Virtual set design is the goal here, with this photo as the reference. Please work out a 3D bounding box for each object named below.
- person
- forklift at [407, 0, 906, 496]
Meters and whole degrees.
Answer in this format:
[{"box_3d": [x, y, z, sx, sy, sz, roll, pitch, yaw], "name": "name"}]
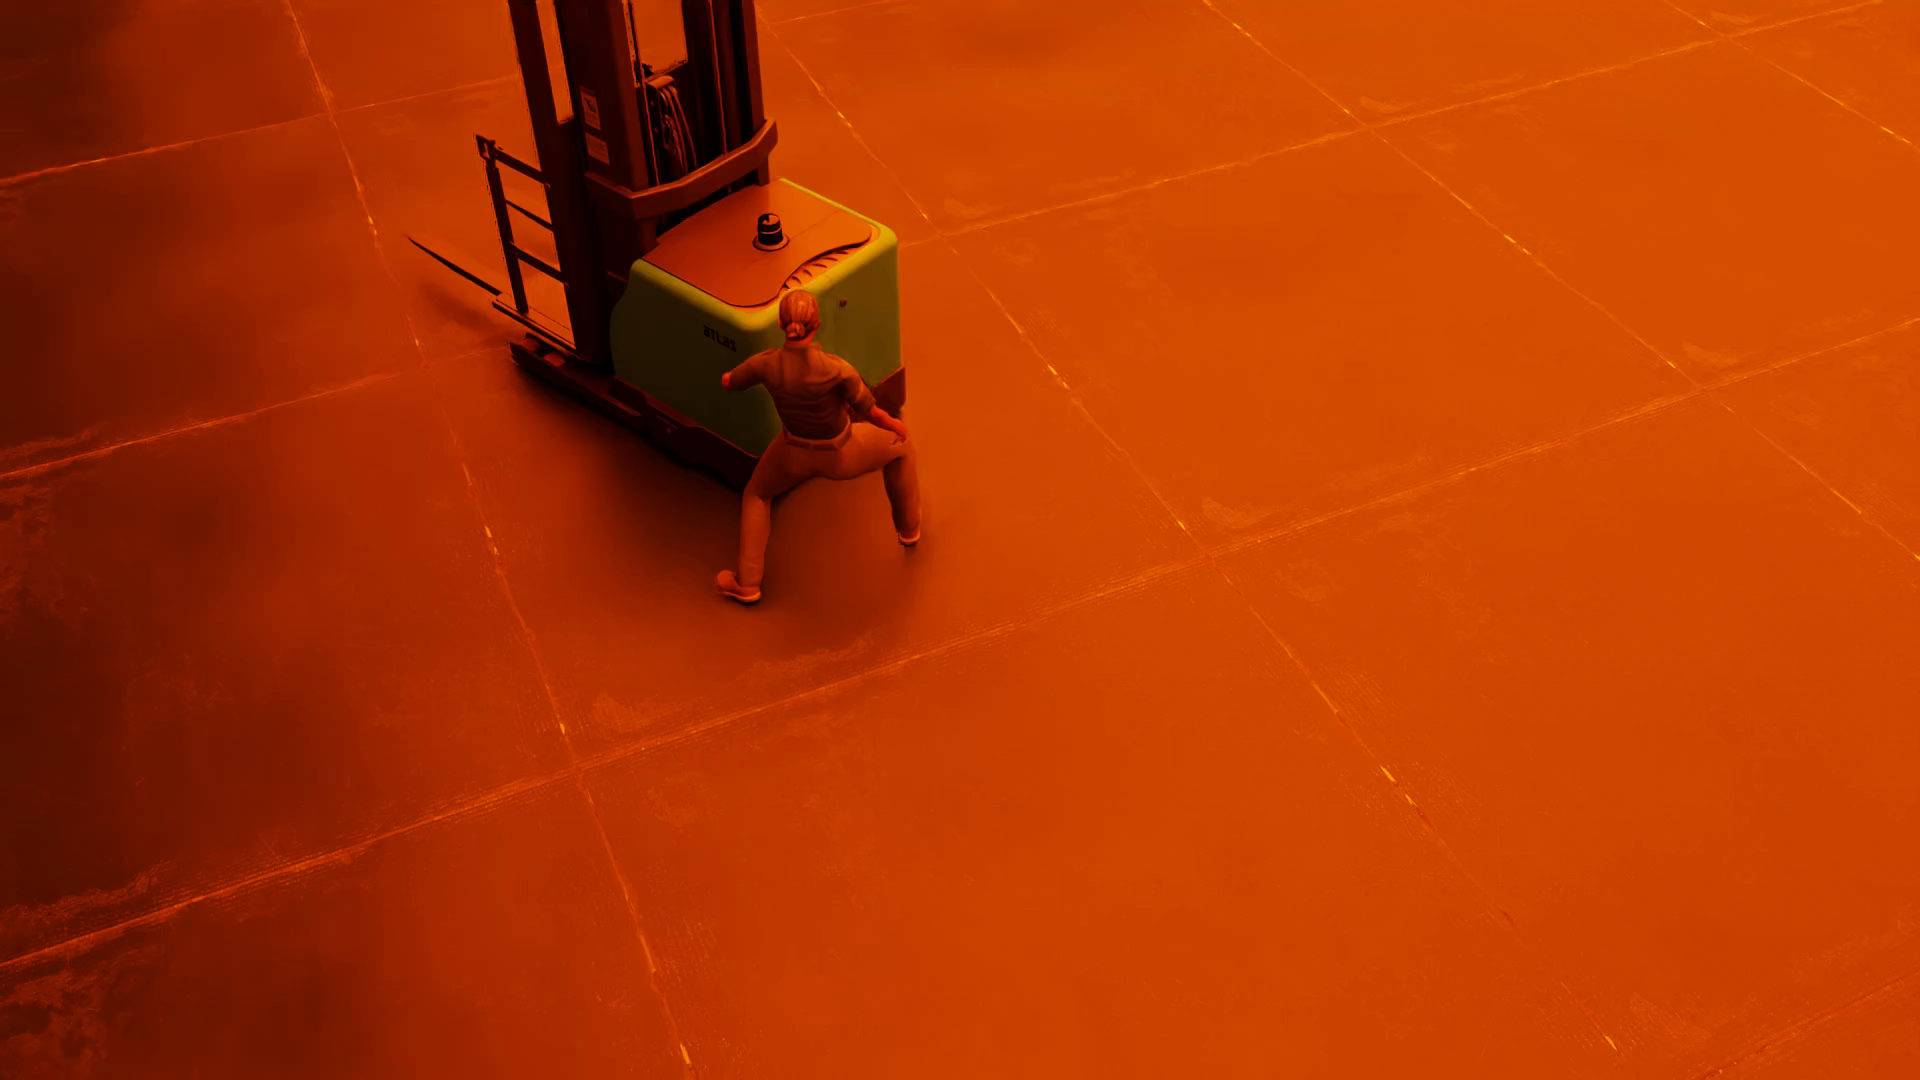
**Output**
[{"box_3d": [-0.663, -0.459, 7.255, 0.906, 1.530, 0.784, 8, 44, 9], "name": "person"}, {"box_3d": [-1.731, -2.133, 7.965, 3.031, 2.935, 1.130, 30, 51, 28], "name": "forklift"}]
